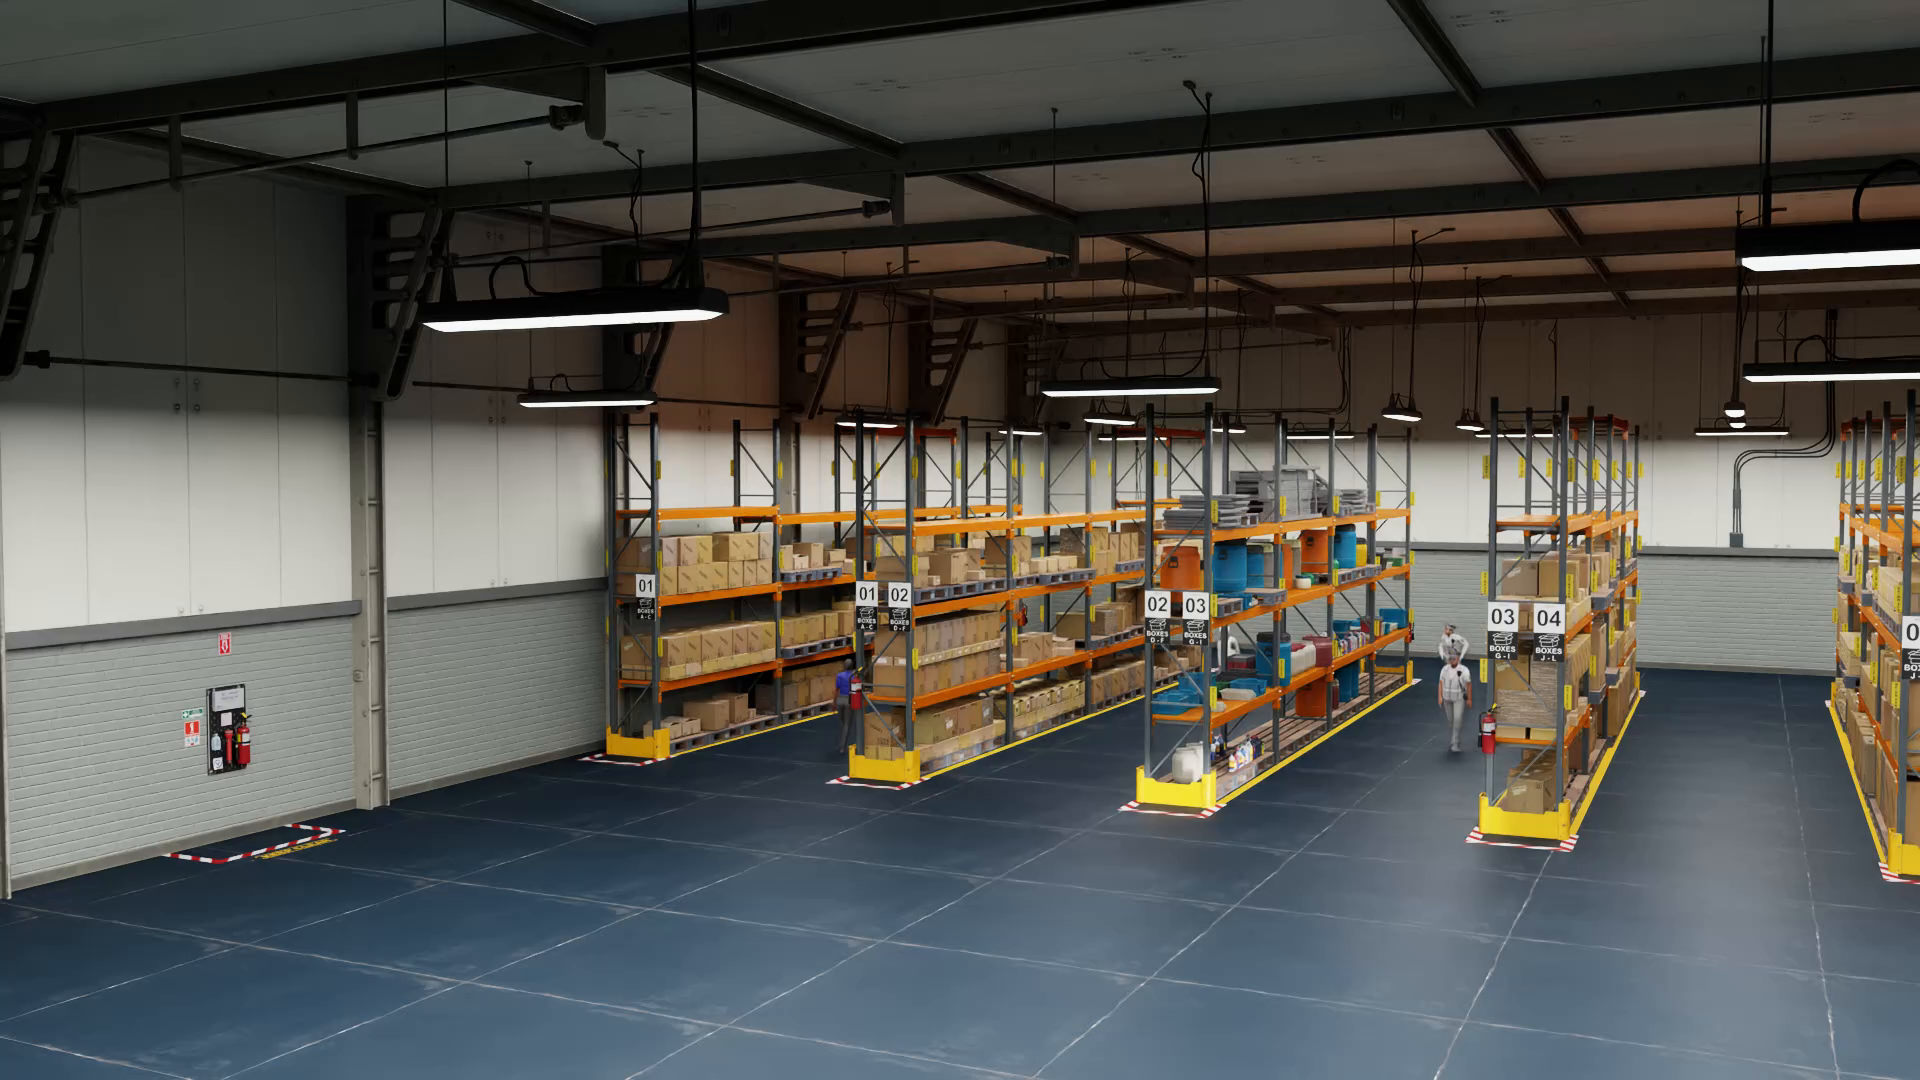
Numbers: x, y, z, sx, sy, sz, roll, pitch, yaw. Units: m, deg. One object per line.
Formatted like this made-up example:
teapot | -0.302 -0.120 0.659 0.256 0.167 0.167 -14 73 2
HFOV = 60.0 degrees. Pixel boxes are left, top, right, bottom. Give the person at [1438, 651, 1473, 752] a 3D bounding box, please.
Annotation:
person | 8.876 2.871 29.939 0.562 1.766 0.832 2 3 43

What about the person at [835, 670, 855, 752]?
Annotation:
person | -2.002 3.060 29.520 0.459 1.500 0.612 1 2 16

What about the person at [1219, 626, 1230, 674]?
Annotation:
person | 5.780 2.644 35.455 0.424 1.747 0.700 2 3 44

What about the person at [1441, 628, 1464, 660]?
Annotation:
person | 11.076 2.658 37.239 0.510 1.566 0.676 2 3 35
